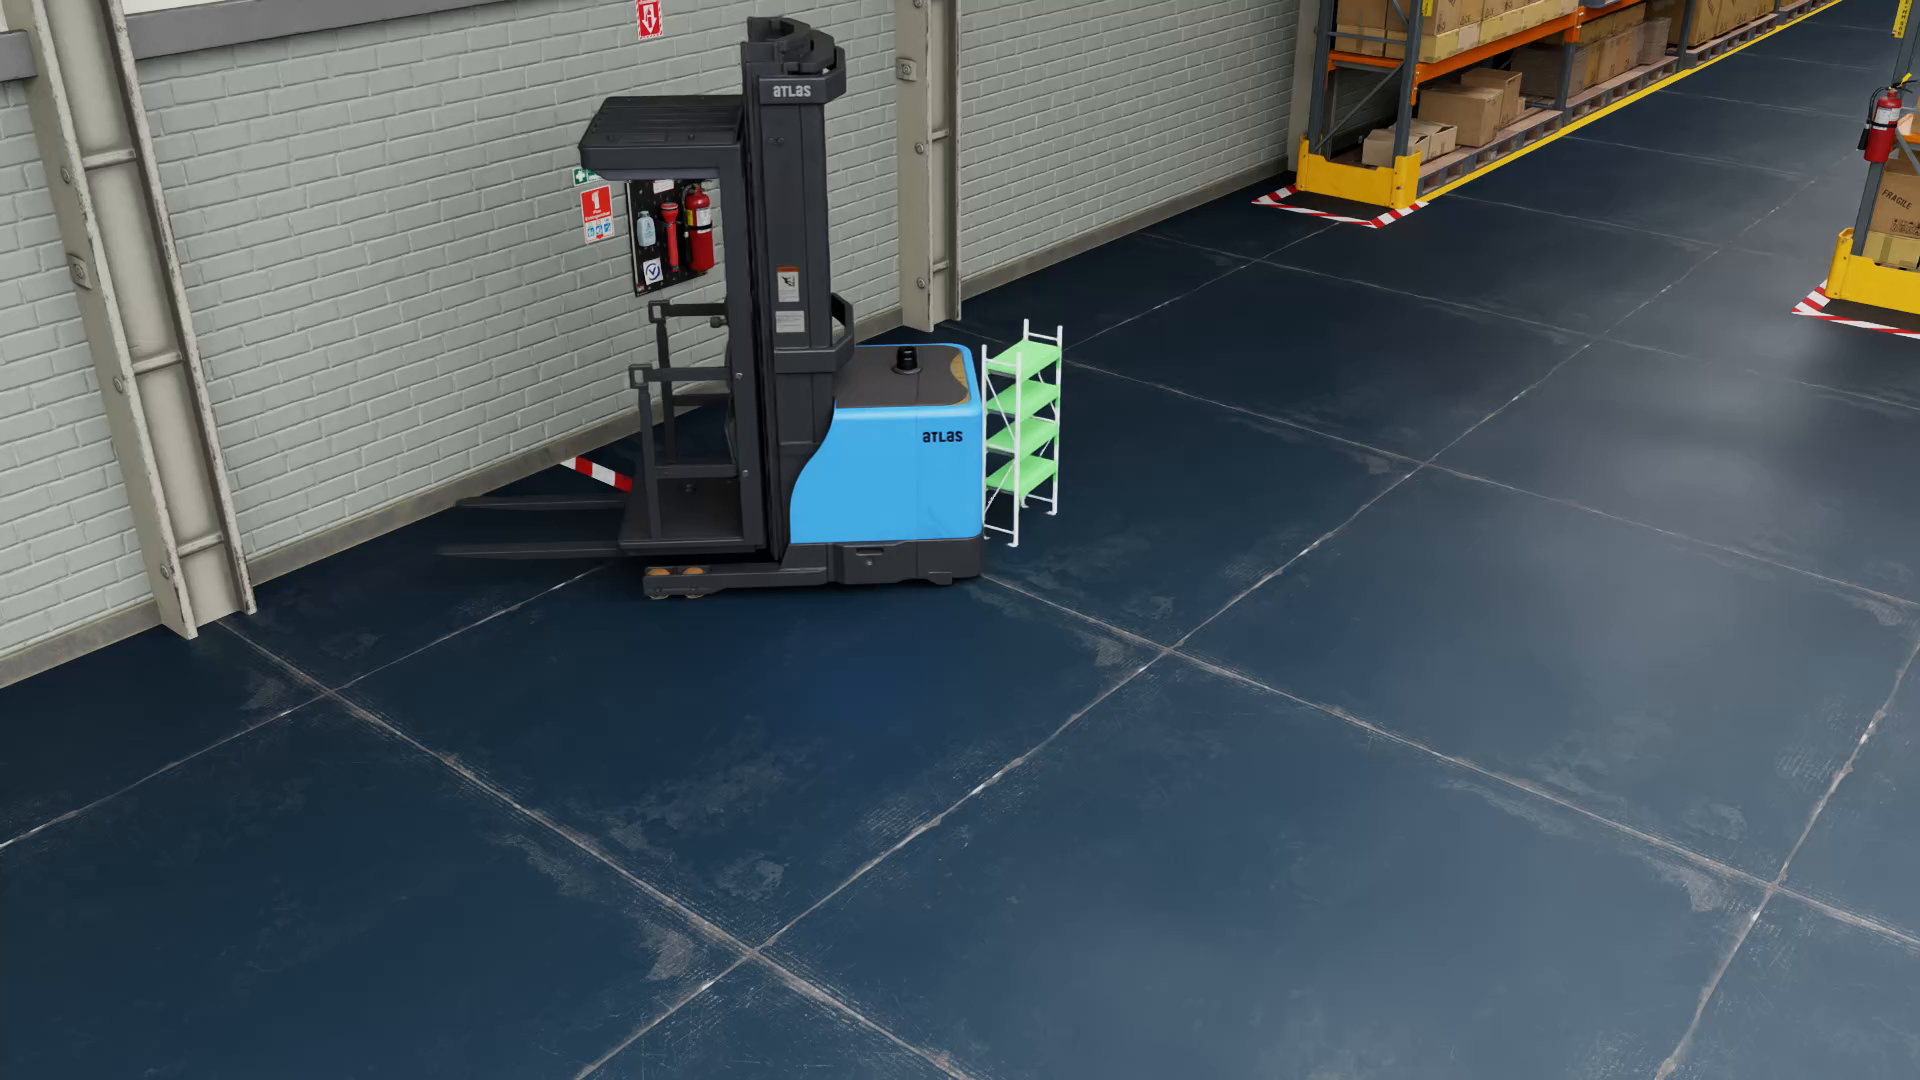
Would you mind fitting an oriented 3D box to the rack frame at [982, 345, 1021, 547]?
[{"bbox_3d":[0.229,-0.522,9.453,0.240,1.200,0.015,15,31,27],"label":"rack frame"}]

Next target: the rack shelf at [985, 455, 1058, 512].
[{"bbox_3d":[0.353,-0.349,9.779,0.258,0.148,0.480,15,31,27],"label":"rack shelf"}]

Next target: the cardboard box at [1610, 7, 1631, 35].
[{"bbox_3d":[7.745,-6.293,20.075,0.500,0.250,0.500,21,34,34],"label":"cardboard box"}]

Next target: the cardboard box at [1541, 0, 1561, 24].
[{"bbox_3d":[5.962,-5.606,17.463,0.500,0.250,0.500,21,34,35],"label":"cardboard box"}]

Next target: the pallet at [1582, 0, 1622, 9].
[{"bbox_3d":[6.951,-6.238,18.752,1.003,0.211,1.213,21,34,34],"label":"pallet"}]

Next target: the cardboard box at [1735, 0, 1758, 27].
[{"bbox_3d":[10.565,-7.578,23.016,0.750,0.750,0.750,22,35,36],"label":"cardboard box"}]

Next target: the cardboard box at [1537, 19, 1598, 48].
[{"bbox_3d":[7.086,-5.935,19.384,0.500,0.250,0.500,20,33,33],"label":"cardboard box"}]

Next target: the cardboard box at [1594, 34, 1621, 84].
[{"bbox_3d":[7.454,-5.812,19.962,0.700,0.500,0.500,21,34,35],"label":"cardboard box"}]

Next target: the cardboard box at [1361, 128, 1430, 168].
[{"bbox_3d":[4.318,-3.896,16.465,0.500,0.311,0.500,17,32,29],"label":"cardboard box"}]

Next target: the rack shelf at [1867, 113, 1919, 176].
[{"bbox_3d":[8.906,-3.619,14.264,1.077,0.370,4.000,21,34,34],"label":"rack shelf"}]

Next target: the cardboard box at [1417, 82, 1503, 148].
[{"bbox_3d":[5.186,-4.428,17.286,0.700,0.500,0.500,18,33,31],"label":"cardboard box"}]

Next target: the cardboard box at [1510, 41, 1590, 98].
[{"bbox_3d":[6.808,-5.445,19.253,0.700,0.500,0.500,22,35,36],"label":"cardboard box"}]

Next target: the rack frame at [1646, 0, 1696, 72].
[{"bbox_3d":[8.897,-7.512,21.007,1.000,3.000,0.127,21,34,34],"label":"rack frame"}]

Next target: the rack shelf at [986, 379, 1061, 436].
[{"bbox_3d":[0.353,-0.775,9.559,0.258,0.148,0.480,15,31,27],"label":"rack shelf"}]

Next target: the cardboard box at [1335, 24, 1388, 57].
[{"bbox_3d":[3.956,-4.841,15.984,0.500,0.250,0.500,21,34,35],"label":"cardboard box"}]

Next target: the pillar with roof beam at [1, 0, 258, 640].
[{"bbox_3d":[-0.725,-2.329,4.458,9.100,9.000,0.400,21,34,34],"label":"pillar with roof beam"}]

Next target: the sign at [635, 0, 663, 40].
[{"bbox_3d":[-1.913,-3.241,10.227,0.001,0.298,0.199,21,34,34],"label":"sign"}]

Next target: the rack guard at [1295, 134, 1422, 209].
[{"bbox_3d":[3.857,-3.593,16.151,1.175,0.500,0.348,21,34,34],"label":"rack guard"}]

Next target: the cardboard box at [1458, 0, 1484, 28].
[{"bbox_3d":[4.666,-5.205,15.872,0.500,0.500,0.500,21,34,35],"label":"cardboard box"}]

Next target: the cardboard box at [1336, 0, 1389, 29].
[{"bbox_3d":[3.944,-5.181,15.825,0.500,0.500,0.500,20,34,34],"label":"cardboard box"}]

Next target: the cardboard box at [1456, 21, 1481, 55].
[{"bbox_3d":[4.683,-4.887,16.073,0.500,0.250,0.500,20,33,33],"label":"cardboard box"}]

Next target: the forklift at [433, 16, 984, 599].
[{"bbox_3d":[-1.406,-1.228,8.934,3.031,2.935,1.130,-2,27,-3],"label":"forklift"}]

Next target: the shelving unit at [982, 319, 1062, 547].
[{"bbox_3d":[0.353,-0.618,9.640,0.258,1.200,0.503,15,31,27],"label":"shelving unit"}]

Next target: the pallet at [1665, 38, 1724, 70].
[{"bbox_3d":[9.457,-6.531,22.146,1.003,0.211,1.213,21,34,34],"label":"pallet"}]

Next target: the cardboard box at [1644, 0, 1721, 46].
[{"bbox_3d":[9.466,-6.967,21.835,0.750,0.750,0.750,20,34,34],"label":"cardboard box"}]

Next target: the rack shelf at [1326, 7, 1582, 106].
[{"bbox_3d":[5.081,-5.066,17.060,1.077,0.370,4.000,21,34,34],"label":"rack shelf"}]

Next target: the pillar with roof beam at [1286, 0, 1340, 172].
[{"bbox_3d":[6.908,-6.583,12.682,9.100,9.000,0.400,21,34,34],"label":"pillar with roof beam"}]

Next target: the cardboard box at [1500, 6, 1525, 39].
[{"bbox_3d":[5.335,-5.244,16.764,0.500,0.250,0.500,21,34,35],"label":"cardboard box"}]

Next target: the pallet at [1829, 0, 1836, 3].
[{"bbox_3d":[13.537,-8.804,26.539,1.003,0.211,1.213,21,34,34],"label":"pallet"}]

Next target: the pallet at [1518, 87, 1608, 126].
[{"bbox_3d":[6.847,-5.132,19.441,1.003,0.211,1.213,21,34,34],"label":"pallet"}]

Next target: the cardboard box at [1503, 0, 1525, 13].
[{"bbox_3d":[5.319,-5.573,16.584,0.500,0.500,0.500,22,35,36],"label":"cardboard box"}]

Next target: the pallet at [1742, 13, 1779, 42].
[{"bbox_3d":[11.009,-7.397,23.818,1.003,0.211,1.213,21,34,34],"label":"pallet"}]

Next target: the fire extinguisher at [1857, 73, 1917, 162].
[{"bbox_3d":[7.200,-3.289,12.928,0.296,0.674,0.183,21,34,34],"label":"fire extinguisher"}]

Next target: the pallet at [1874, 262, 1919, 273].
[{"bbox_3d":[8.088,-2.275,13.917,1.003,0.211,1.213,21,34,34],"label":"pallet"}]

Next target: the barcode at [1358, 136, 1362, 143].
[{"bbox_3d":[4.021,-4.024,16.701,0.001,0.075,0.075,21,34,34],"label":"barcode"}]

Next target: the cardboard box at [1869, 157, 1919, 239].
[{"bbox_3d":[7.745,-2.805,13.627,0.500,0.500,0.500,21,34,34],"label":"cardboard box"}]

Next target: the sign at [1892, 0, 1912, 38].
[{"bbox_3d":[7.224,-4.013,12.724,0.100,0.325,0.005,21,34,34],"label":"sign"}]

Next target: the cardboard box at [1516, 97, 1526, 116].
[{"bbox_3d":[6.036,-4.833,18.432,0.380,0.166,0.250,16,31,28],"label":"cardboard box"}]

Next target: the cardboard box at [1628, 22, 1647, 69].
[{"bbox_3d":[8.062,-6.178,20.670,0.700,0.500,0.500,21,34,34],"label":"cardboard box"}]

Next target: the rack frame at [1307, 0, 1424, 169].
[{"bbox_3d":[3.809,-4.676,15.524,1.000,3.000,0.127,21,34,34],"label":"rack frame"}]

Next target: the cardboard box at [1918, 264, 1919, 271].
[{"bbox_3d":[8.146,-2.320,13.506,0.500,0.250,0.500,21,34,34],"label":"cardboard box"}]

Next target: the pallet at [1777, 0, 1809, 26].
[{"bbox_3d":[11.985,-7.939,24.866,1.003,0.211,1.213,21,34,34],"label":"pallet"}]

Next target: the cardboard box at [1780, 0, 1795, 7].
[{"bbox_3d":[11.996,-8.242,24.681,0.700,0.500,0.500,21,34,35],"label":"cardboard box"}]
